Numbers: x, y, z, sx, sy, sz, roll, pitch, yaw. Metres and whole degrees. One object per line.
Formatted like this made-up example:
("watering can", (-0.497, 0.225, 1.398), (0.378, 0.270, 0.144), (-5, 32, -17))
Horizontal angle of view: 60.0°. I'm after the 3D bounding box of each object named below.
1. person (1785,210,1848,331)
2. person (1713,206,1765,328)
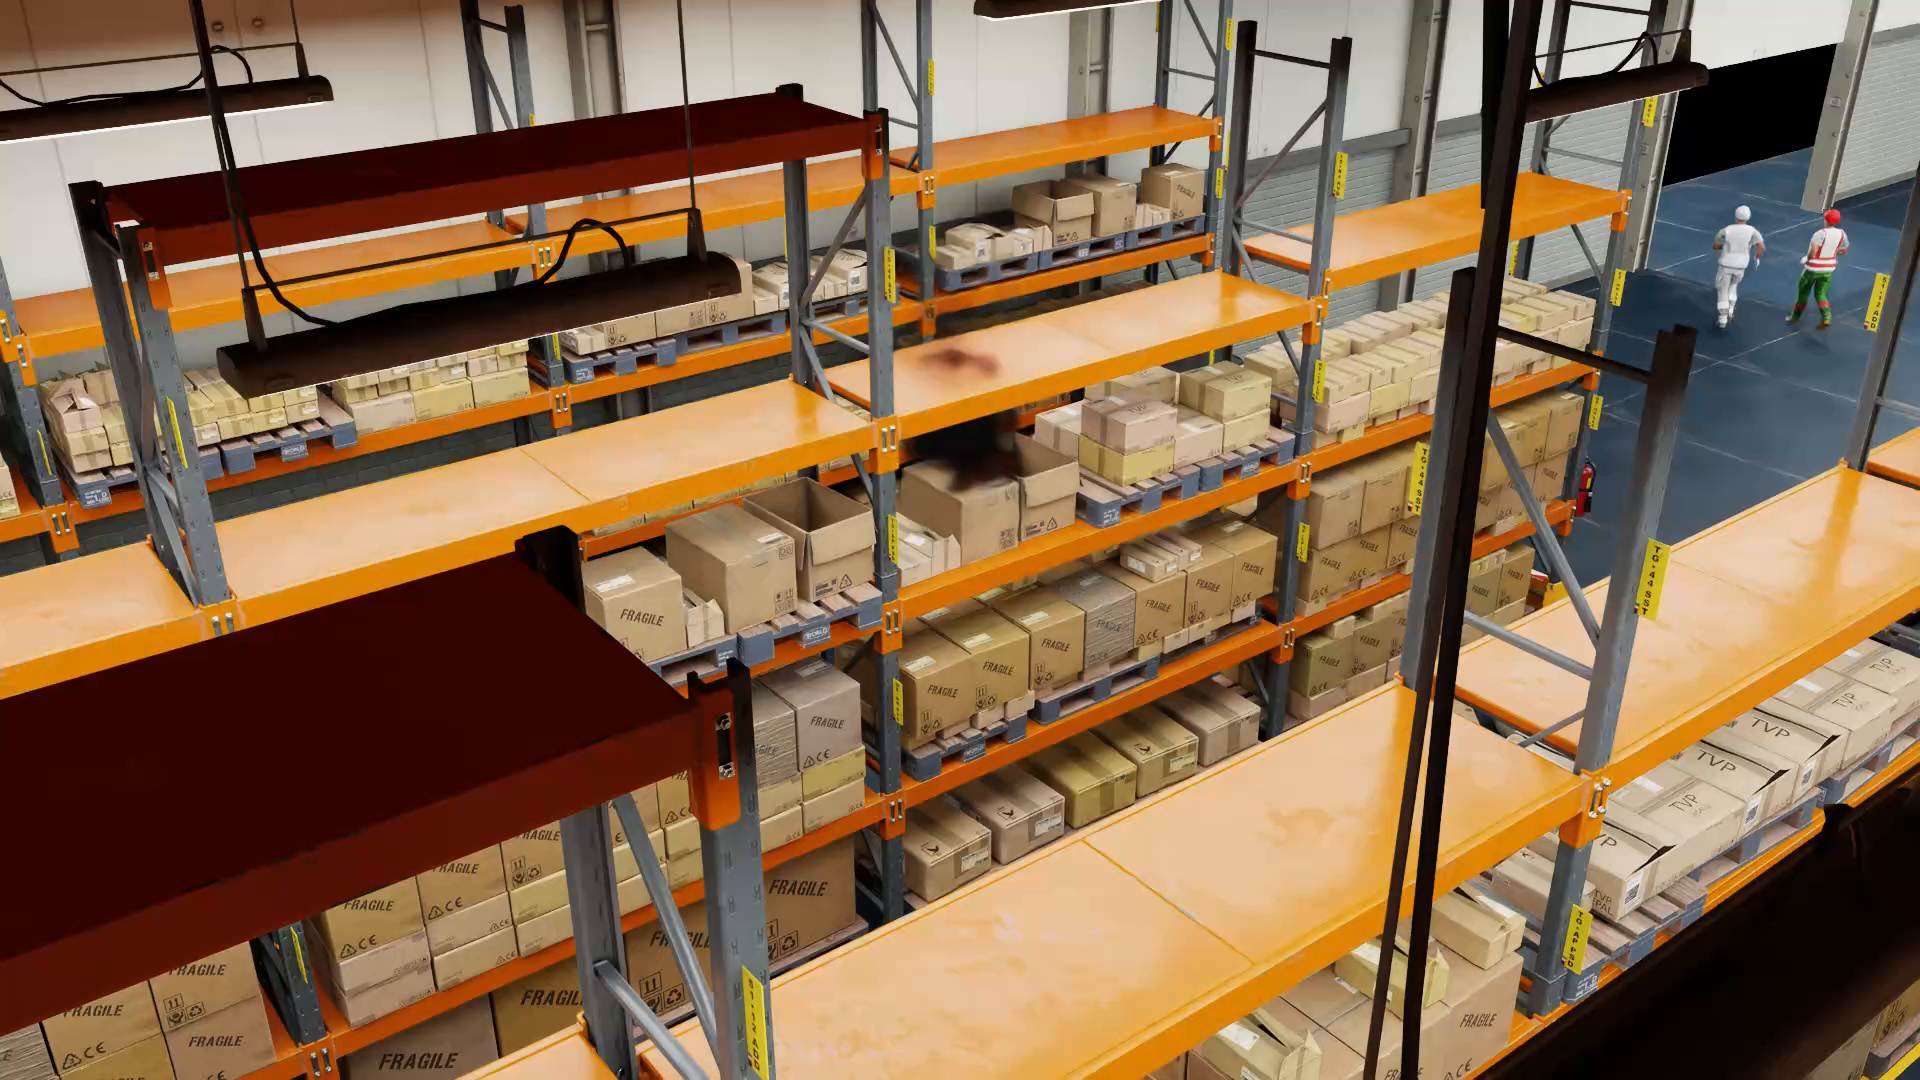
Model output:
("person", (12.384, -3.882, 23.960), (0.656, 1.786, 0.987), (-1, 26, -1))
("person", (11.232, -3.963, 24.180), (0.642, 1.828, 0.747), (4, 26, 9))
